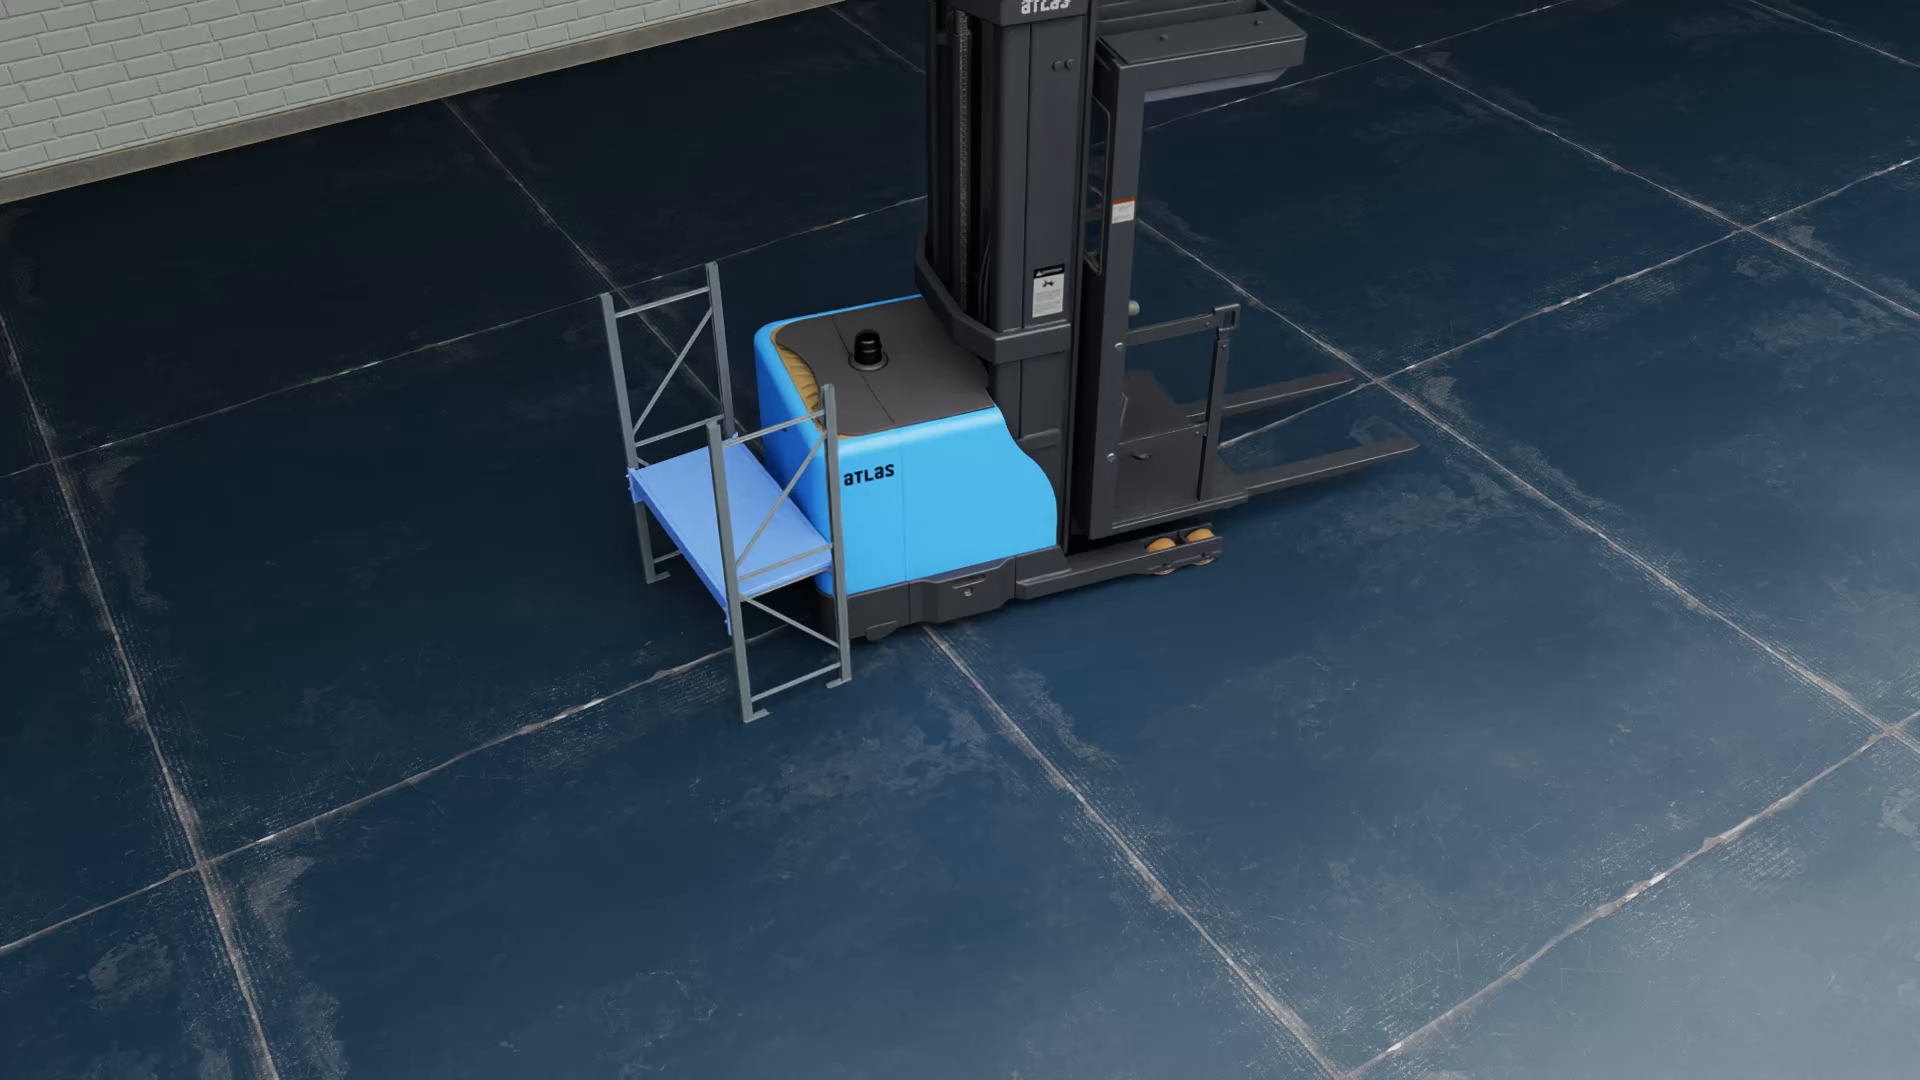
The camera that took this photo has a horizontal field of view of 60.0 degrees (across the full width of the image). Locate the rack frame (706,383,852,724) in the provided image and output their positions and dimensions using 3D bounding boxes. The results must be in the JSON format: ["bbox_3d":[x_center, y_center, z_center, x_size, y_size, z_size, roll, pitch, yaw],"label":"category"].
[{"bbox_3d":[-0.681,0.091,6.469,0.500,1.500,0.032,-21,44,-23],"label":"rack frame"}]

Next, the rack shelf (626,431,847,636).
[{"bbox_3d":[-0.943,-0.049,6.919,0.538,0.185,1.000,-21,44,-23],"label":"rack shelf"}]

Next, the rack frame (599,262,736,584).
[{"bbox_3d":[-1.205,-0.466,7.138,0.500,1.500,0.032,-21,44,-23],"label":"rack frame"}]

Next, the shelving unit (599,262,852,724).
[{"bbox_3d":[-0.943,-0.188,6.804,0.538,1.500,1.048,-21,44,-23],"label":"shelving unit"}]

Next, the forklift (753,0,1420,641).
[{"bbox_3d":[0.665,-1.272,6.987,3.031,2.935,1.130,-13,42,-15],"label":"forklift"}]
